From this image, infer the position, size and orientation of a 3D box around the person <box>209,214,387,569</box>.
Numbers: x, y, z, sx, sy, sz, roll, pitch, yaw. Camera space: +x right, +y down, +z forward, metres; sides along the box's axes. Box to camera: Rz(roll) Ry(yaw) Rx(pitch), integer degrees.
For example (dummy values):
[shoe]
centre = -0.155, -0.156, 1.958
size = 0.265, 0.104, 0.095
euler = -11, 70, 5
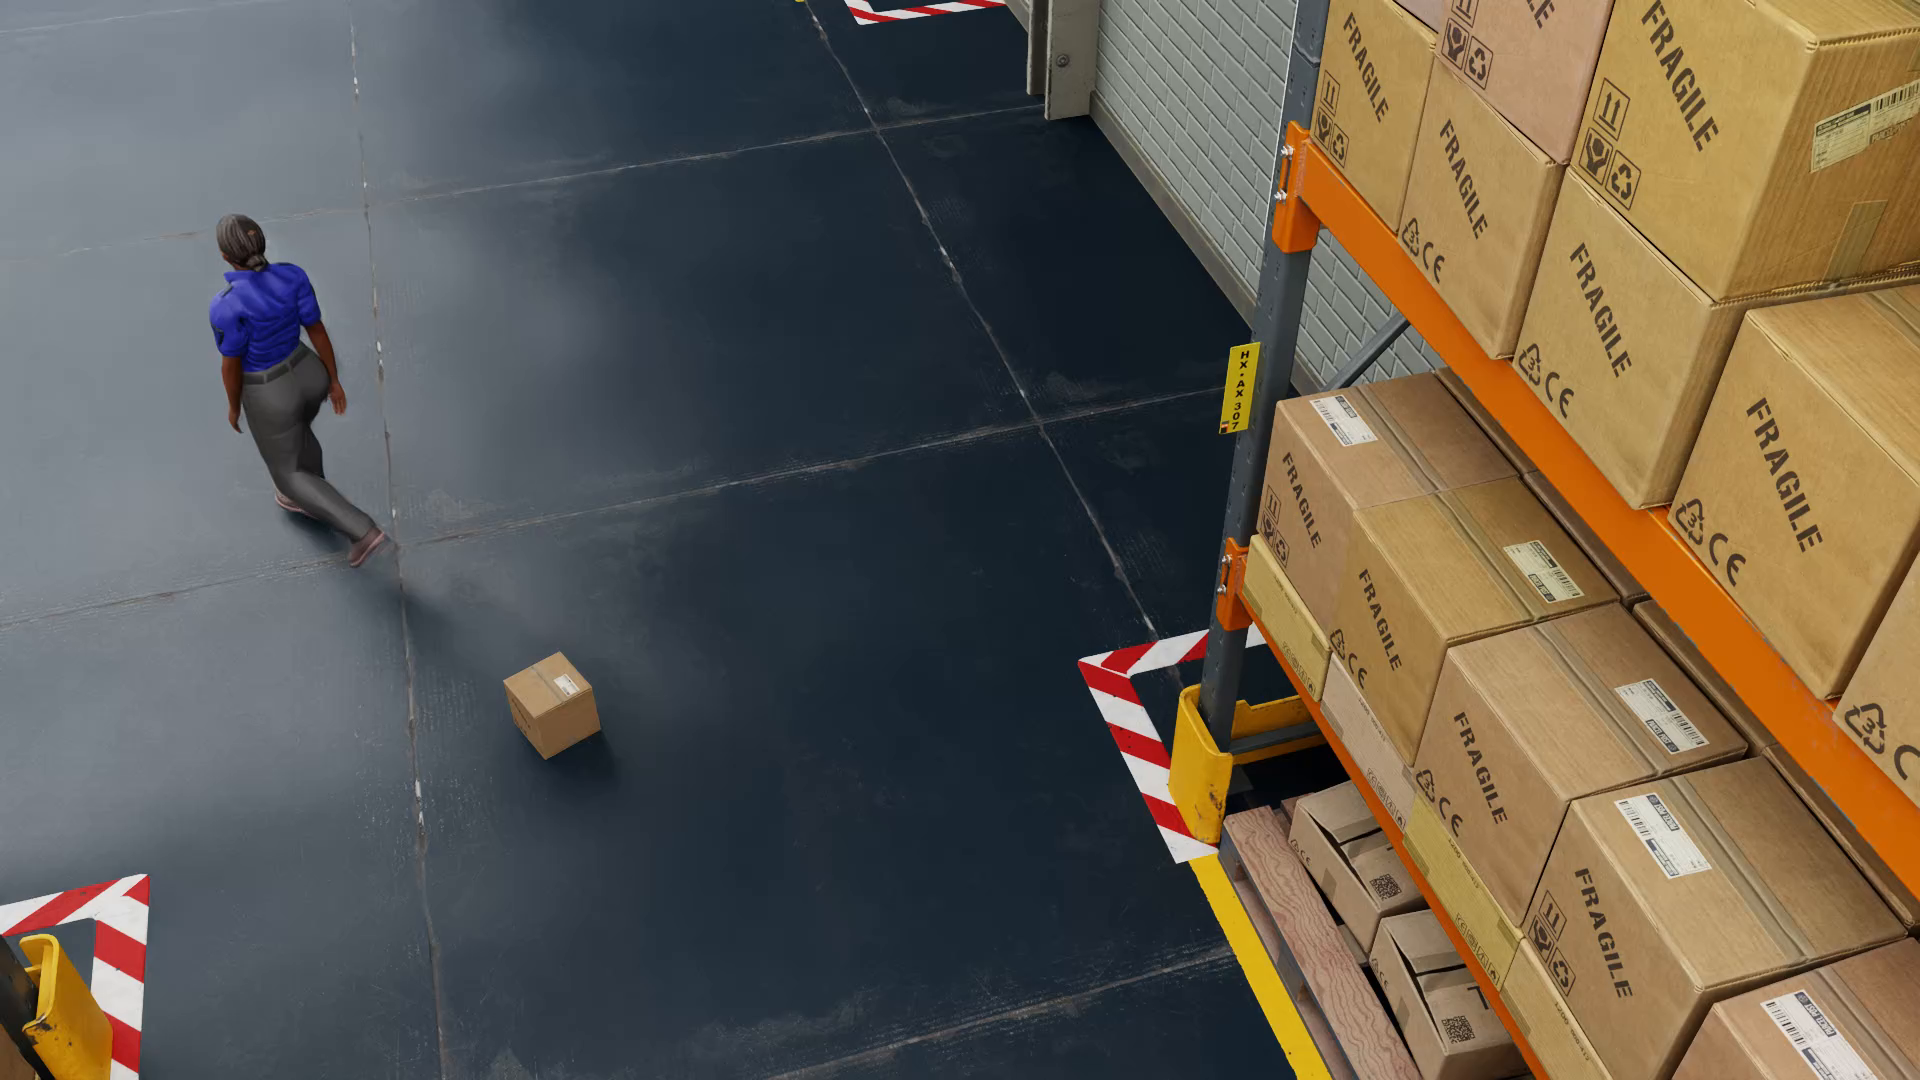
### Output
[person]
centre = -2.752, -0.617, 6.818
size = 0.840, 1.614, 0.438
euler = 21, 47, 22
